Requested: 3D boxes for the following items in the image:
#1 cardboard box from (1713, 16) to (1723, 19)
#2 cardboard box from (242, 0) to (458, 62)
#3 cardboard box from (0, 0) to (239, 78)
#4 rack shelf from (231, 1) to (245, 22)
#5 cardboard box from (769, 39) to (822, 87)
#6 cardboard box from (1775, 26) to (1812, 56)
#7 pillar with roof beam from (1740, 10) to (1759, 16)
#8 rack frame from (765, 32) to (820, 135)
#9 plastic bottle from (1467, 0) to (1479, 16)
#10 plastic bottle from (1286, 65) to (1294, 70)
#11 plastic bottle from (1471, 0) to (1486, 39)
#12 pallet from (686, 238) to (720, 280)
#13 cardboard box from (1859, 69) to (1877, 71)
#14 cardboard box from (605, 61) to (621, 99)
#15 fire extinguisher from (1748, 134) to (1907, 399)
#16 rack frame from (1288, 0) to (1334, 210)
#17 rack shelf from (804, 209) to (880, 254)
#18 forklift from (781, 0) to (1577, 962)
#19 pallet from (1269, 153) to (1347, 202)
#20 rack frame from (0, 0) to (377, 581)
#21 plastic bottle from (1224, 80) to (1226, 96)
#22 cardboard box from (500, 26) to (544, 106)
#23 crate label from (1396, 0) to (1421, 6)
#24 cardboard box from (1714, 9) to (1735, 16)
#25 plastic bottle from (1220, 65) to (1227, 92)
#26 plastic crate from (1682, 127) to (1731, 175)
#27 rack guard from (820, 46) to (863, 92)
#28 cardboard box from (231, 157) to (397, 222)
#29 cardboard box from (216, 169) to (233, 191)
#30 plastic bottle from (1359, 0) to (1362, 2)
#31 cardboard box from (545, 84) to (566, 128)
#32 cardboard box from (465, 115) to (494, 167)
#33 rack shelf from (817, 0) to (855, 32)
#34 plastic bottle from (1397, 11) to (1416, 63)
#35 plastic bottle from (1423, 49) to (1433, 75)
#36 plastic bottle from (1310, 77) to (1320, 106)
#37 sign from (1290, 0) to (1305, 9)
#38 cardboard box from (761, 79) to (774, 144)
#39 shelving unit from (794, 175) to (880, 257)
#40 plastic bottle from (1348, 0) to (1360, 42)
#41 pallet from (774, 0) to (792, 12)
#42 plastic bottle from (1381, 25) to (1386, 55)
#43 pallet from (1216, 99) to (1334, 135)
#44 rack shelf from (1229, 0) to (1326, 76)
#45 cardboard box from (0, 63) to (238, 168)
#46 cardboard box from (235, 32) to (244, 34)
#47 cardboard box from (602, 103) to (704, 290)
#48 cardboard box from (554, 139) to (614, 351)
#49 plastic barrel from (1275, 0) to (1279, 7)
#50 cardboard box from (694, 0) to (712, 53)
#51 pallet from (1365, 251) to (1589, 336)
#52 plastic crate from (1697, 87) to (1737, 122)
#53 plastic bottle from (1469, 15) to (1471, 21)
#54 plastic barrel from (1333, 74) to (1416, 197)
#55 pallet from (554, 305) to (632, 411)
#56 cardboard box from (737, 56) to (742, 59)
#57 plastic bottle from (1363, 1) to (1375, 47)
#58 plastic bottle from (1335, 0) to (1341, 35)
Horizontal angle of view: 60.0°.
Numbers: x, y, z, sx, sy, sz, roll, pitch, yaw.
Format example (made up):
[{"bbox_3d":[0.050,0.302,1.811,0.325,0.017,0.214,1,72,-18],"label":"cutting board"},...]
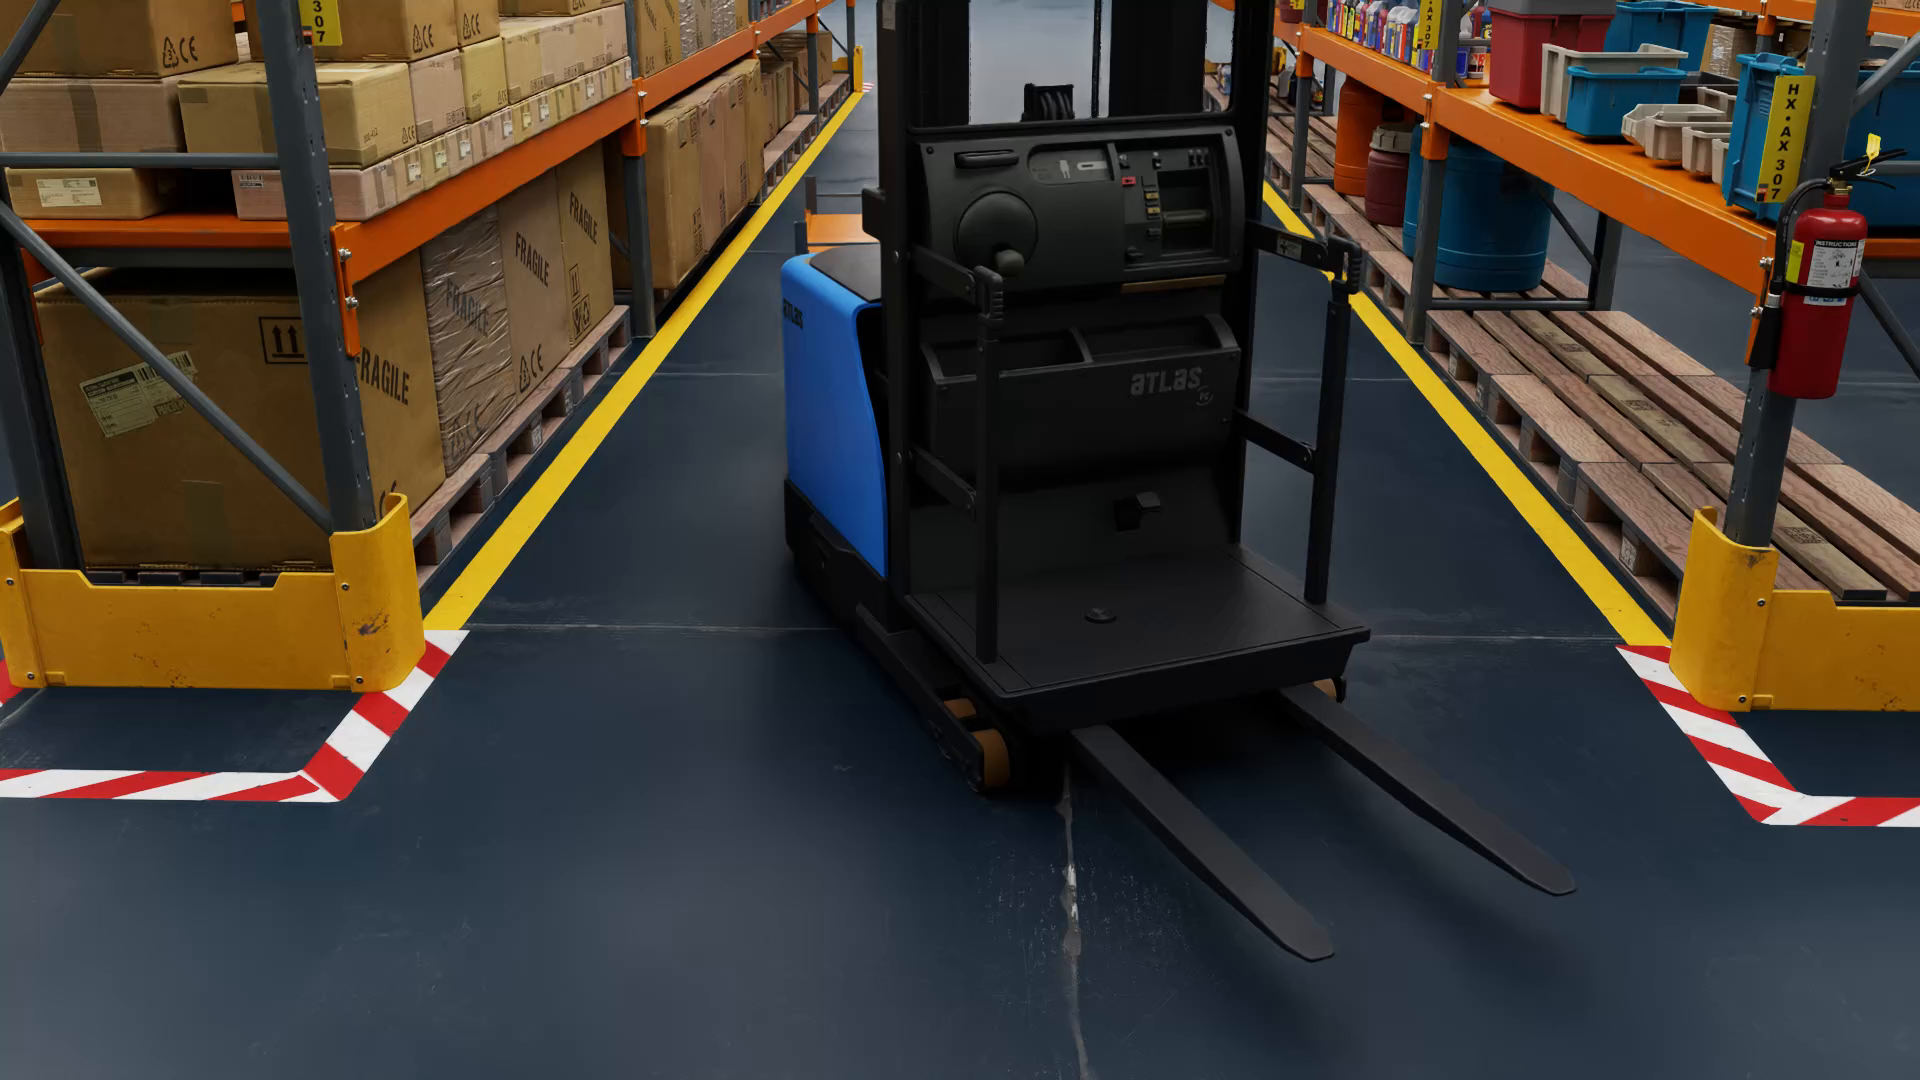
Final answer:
[{"bbox_3d":[7.897,-5.412,18.014,0.500,0.500,0.500,1,21,2],"label":"cardboard box"},{"bbox_3d":[-1.937,-1.797,5.272,0.500,0.500,0.500,0,21,0],"label":"cardboard box"},{"bbox_3d":[-2.485,-1.624,4.828,0.500,0.500,0.500,1,21,2],"label":"cardboard box"},{"bbox_3d":[-6.887,-4.398,14.212,1.077,0.370,4.000,1,21,2],"label":"rack shelf"},{"bbox_3d":[-1.808,-5.174,18.092,0.500,0.500,0.500,3,21,7],"label":"cardboard box"},{"bbox_3d":[8.364,-4.864,16.602,0.500,0.500,0.500,1,21,2],"label":"cardboard box"},{"bbox_3d":[10.008,-13.569,28.559,9.100,9.000,0.400,1,21,2],"label":"pillar with roof beam"},{"bbox_3d":[-1.872,-5.366,15.711,1.000,3.000,0.127,1,21,2],"label":"rack frame"},{"bbox_3d":[3.330,-3.388,10.793,0.097,0.271,0.097,0,21,0],"label":"plastic bottle"},{"bbox_3d":[3.548,-4.933,17.753,0.152,0.276,0.135,1,21,2],"label":"plastic bottle"},{"bbox_3d":[3.187,-3.181,10.242,0.061,0.283,0.133,1,21,2],"label":"plastic bottle"},{"bbox_3d":[-2.133,-1.895,10.622,1.003,0.211,1.213,1,21,2],"label":"pallet"},{"bbox_3d":[7.733,-3.916,14.420,0.500,0.311,0.500,0,21,0],"label":"cardboard box"},{"bbox_3d":[-1.805,-2.149,7.768,0.380,0.149,0.250,1,21,3],"label":"cardboard box"},{"bbox_3d":[2.255,-0.713,4.342,0.296,0.674,0.183,1,21,2],"label":"fire extinguisher"},{"bbox_3d":[2.957,-3.865,11.843,1.000,3.000,0.127,1,21,2],"label":"rack frame"},{"bbox_3d":[-0.349,-1.037,6.338,0.538,0.278,1.000,-1,21,-3],"label":"rack shelf"},{"bbox_3d":[0.422,-0.882,4.250,1.130,2.935,3.031,-8,23,-21],"label":"forklift"},{"bbox_3d":[3.019,-2.845,13.068,1.003,0.211,1.213,1,21,2],"label":"pallet"},{"bbox_3d":[-2.237,-1.027,4.529,1.000,3.000,0.127,1,21,2],"label":"rack frame"},{"bbox_3d":[2.811,-4.736,17.348,0.097,0.201,0.097,0,21,0],"label":"plastic bottle"},{"bbox_3d":[-1.914,-1.825,6.381,0.500,0.250,0.500,0,21,1],"label":"cardboard box"},{"bbox_3d":[3.344,-3.935,12.256,0.303,0.233,0.416,1,21,2],"label":"crate label"},{"bbox_3d":[8.432,-5.768,18.932,0.500,0.500,0.500,1,21,2],"label":"cardboard box"},{"bbox_3d":[2.823,-4.915,17.712,0.097,0.271,0.097,0,21,0],"label":"plastic bottle"},{"bbox_3d":[2.581,-1.279,5.460,0.396,0.136,0.243,1,21,2],"label":"plastic crate"},{"bbox_3d":[-1.753,-5.619,19.820,1.175,0.500,0.348,1,21,2],"label":"rack guard"},{"bbox_3d":[-1.896,-1.035,4.896,0.380,0.149,0.250,1,21,2],"label":"cardboard box"},{"bbox_3d":[-2.540,-1.227,5.393,0.380,0.149,0.250,1,21,2],"label":"cardboard box"},{"bbox_3d":[2.637,-3.443,10.932,0.097,0.271,0.097,0,21,0],"label":"plastic bottle"},{"bbox_3d":[-1.836,-1.778,6.811,0.380,0.149,0.250,0,21,1],"label":"cardboard box"},{"bbox_3d":[-1.867,-1.406,5.853,0.380,0.149,0.250,0,21,1],"label":"cardboard box"},{"bbox_3d":[-1.811,-5.753,17.705,1.077,0.370,4.000,1,21,2],"label":"rack shelf"},{"bbox_3d":[2.551,-2.821,9.325,0.152,0.276,0.135,1,21,2],"label":"plastic bottle"},{"bbox_3d":[2.486,-2.595,8.730,0.061,0.283,0.133,1,21,2],"label":"plastic bottle"},{"bbox_3d":[3.509,-4.474,16.570,0.152,0.276,0.135,1,21,4],"label":"plastic bottle"},{"bbox_3d":[2.407,-3.945,11.823,0.100,0.325,0.005,1,21,2],"label":"sign"},{"bbox_3d":[-1.979,-3.607,14.027,0.700,0.500,0.500,2,21,6],"label":"cardboard box"},{"bbox_3d":[-0.349,-0.764,6.443,0.538,1.125,1.048,-1,21,-3],"label":"shelving unit"},{"bbox_3d":[2.550,-3.359,10.701,0.061,0.283,0.133,1,21,2],"label":"plastic bottle"},{"bbox_3d":[-1.974,-4.546,13.864,1.003,0.211,1.213,1,21,2],"label":"pallet"},{"bbox_3d":[2.538,-2.961,9.789,0.097,0.201,0.097,0,21,0],"label":"plastic bottle"},{"bbox_3d":[3.141,-4.254,16.700,1.003,0.211,1.213,1,21,2],"label":"pallet"},{"bbox_3d":[3.018,-4.253,13.837,1.077,0.370,4.000,1,21,2],"label":"rack shelf"},{"bbox_3d":[-2.488,-1.274,4.961,0.500,0.250,0.500,0,21,1],"label":"cardboard box"},{"bbox_3d":[-6.756,-4.378,15.696,1.050,0.750,0.750,1,21,1],"label":"cardboard box"},{"bbox_3d":[-2.116,-1.910,9.162,1.225,0.875,0.875,1,21,2],"label":"cardboard box"},{"bbox_3d":[-2.215,-1.441,7.952,0.875,0.875,0.875,1,21,2],"label":"cardboard box"},{"bbox_3d":[2.808,-4.766,13.977,0.433,0.535,0.433,0,21,0],"label":"plastic barrel"},{"bbox_3d":[-1.811,-3.233,10.076,0.500,0.500,0.500,1,21,3],"label":"cardboard box"},{"bbox_3d":[2.900,-1.397,9.338,1.003,0.211,1.213,1,21,2],"label":"pallet"},{"bbox_3d":[3.083,-1.691,6.522,0.293,0.136,0.466,1,21,2],"label":"plastic crate"},{"bbox_3d":[3.327,-3.320,10.715,0.097,0.201,0.097,0,21,0],"label":"plastic bottle"},{"bbox_3d":[2.959,-2.872,11.704,0.600,0.830,0.708,1,21,2],"label":"plastic barrel"},{"bbox_3d":[-2.217,-0.899,8.054,1.003,0.211,1.213,1,21,2],"label":"pallet"},{"bbox_3d":[-1.997,-3.743,13.340,0.500,0.250,0.500,3,21,8],"label":"cardboard box"},{"bbox_3d":[2.555,-3.193,10.289,0.097,0.271,0.097,0,21,0],"label":"plastic bottle"},{"bbox_3d":[2.565,-3.539,11.165,0.061,0.283,0.133,1,21,2],"label":"plastic bottle"}]
